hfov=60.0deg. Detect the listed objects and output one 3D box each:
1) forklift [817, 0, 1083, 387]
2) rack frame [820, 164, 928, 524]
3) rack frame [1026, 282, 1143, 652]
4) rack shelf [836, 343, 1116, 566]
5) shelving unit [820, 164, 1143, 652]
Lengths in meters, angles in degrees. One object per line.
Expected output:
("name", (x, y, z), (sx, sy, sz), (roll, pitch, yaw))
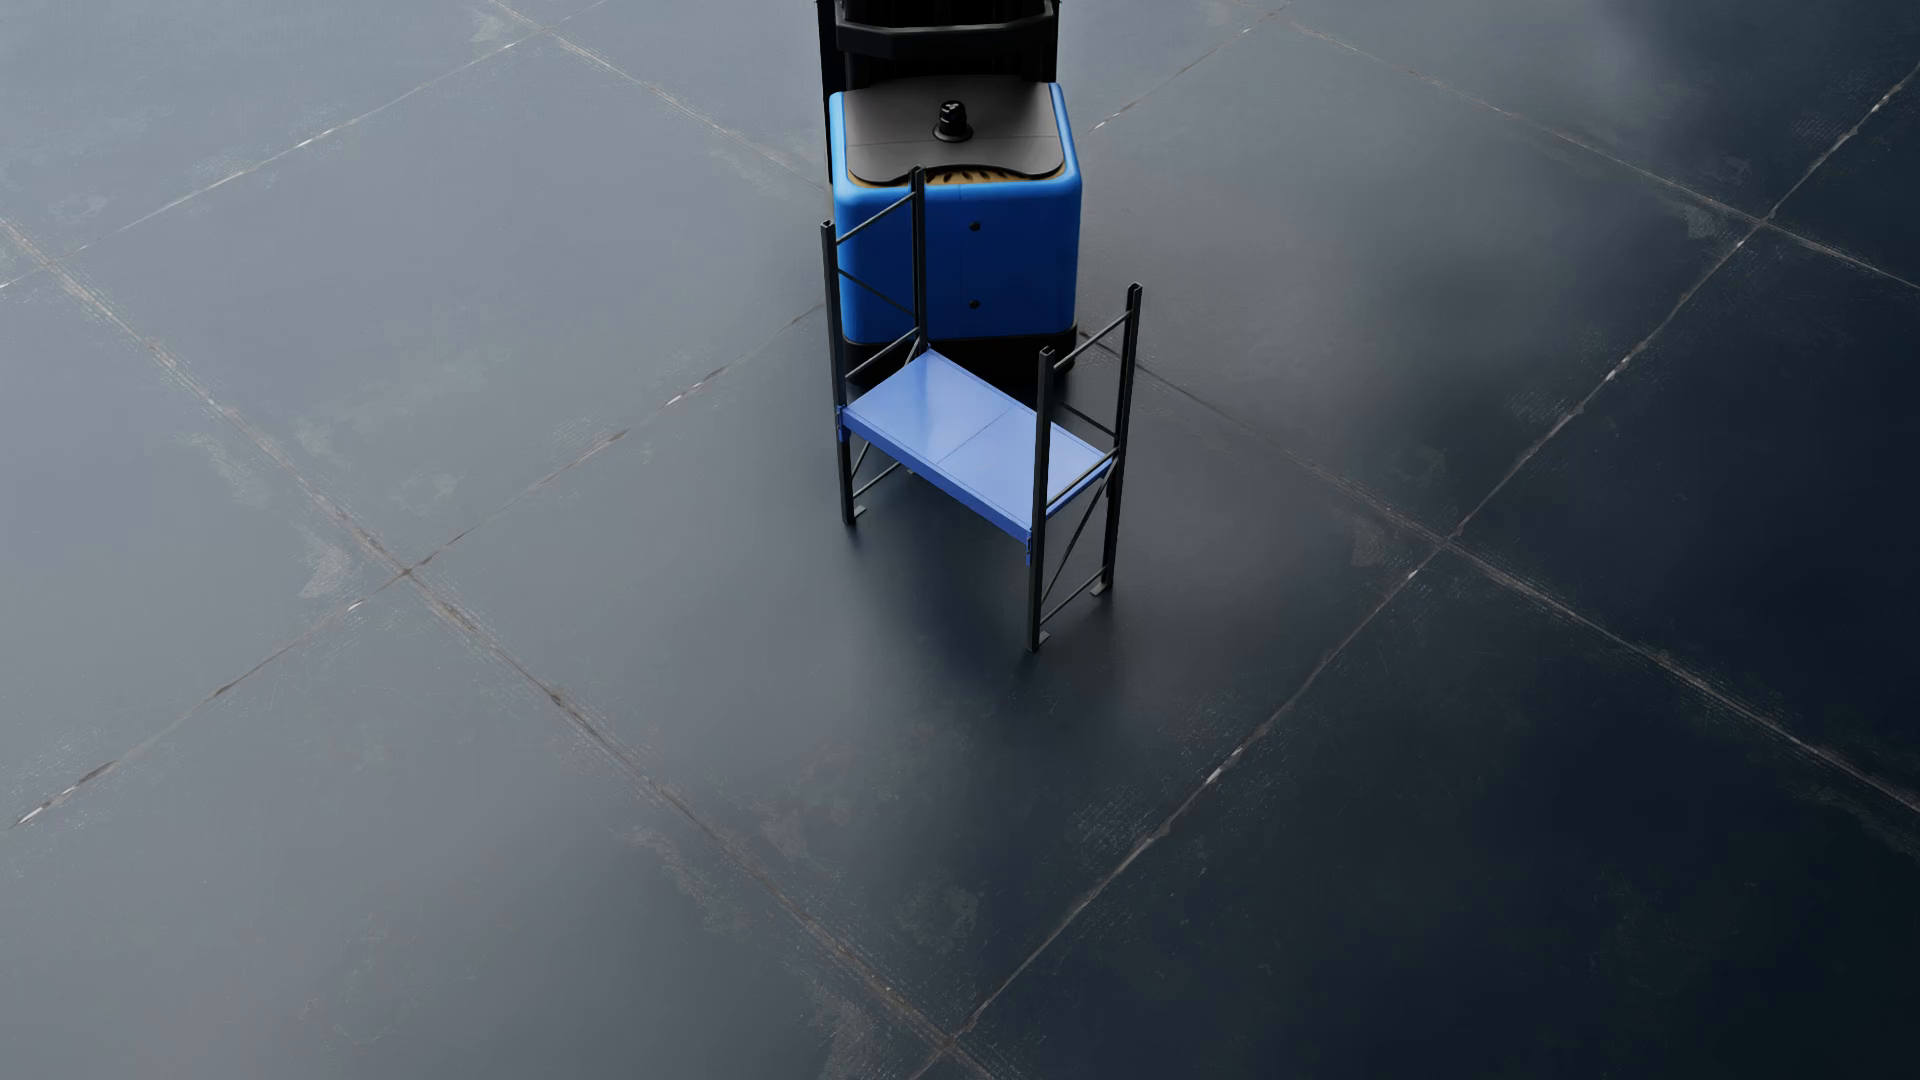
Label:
("forklift", (-0.118, -2.761, 7.440), (1.130, 2.935, 3.031), (-3, 47, -3))
("rack frame", (-0.311, -0.723, 6.508), (0.032, 1.500, 0.500), (34, 55, 28))
("rack frame", (0.436, -0.220, 6.036), (0.032, 1.500, 0.500), (34, 55, 28))
("rack shelf", (0.063, -0.348, 6.403), (1.000, 0.185, 0.538), (34, 55, 28))
("shelving unit", (0.063, -0.471, 6.272), (1.048, 1.500, 0.538), (34, 55, 28))
